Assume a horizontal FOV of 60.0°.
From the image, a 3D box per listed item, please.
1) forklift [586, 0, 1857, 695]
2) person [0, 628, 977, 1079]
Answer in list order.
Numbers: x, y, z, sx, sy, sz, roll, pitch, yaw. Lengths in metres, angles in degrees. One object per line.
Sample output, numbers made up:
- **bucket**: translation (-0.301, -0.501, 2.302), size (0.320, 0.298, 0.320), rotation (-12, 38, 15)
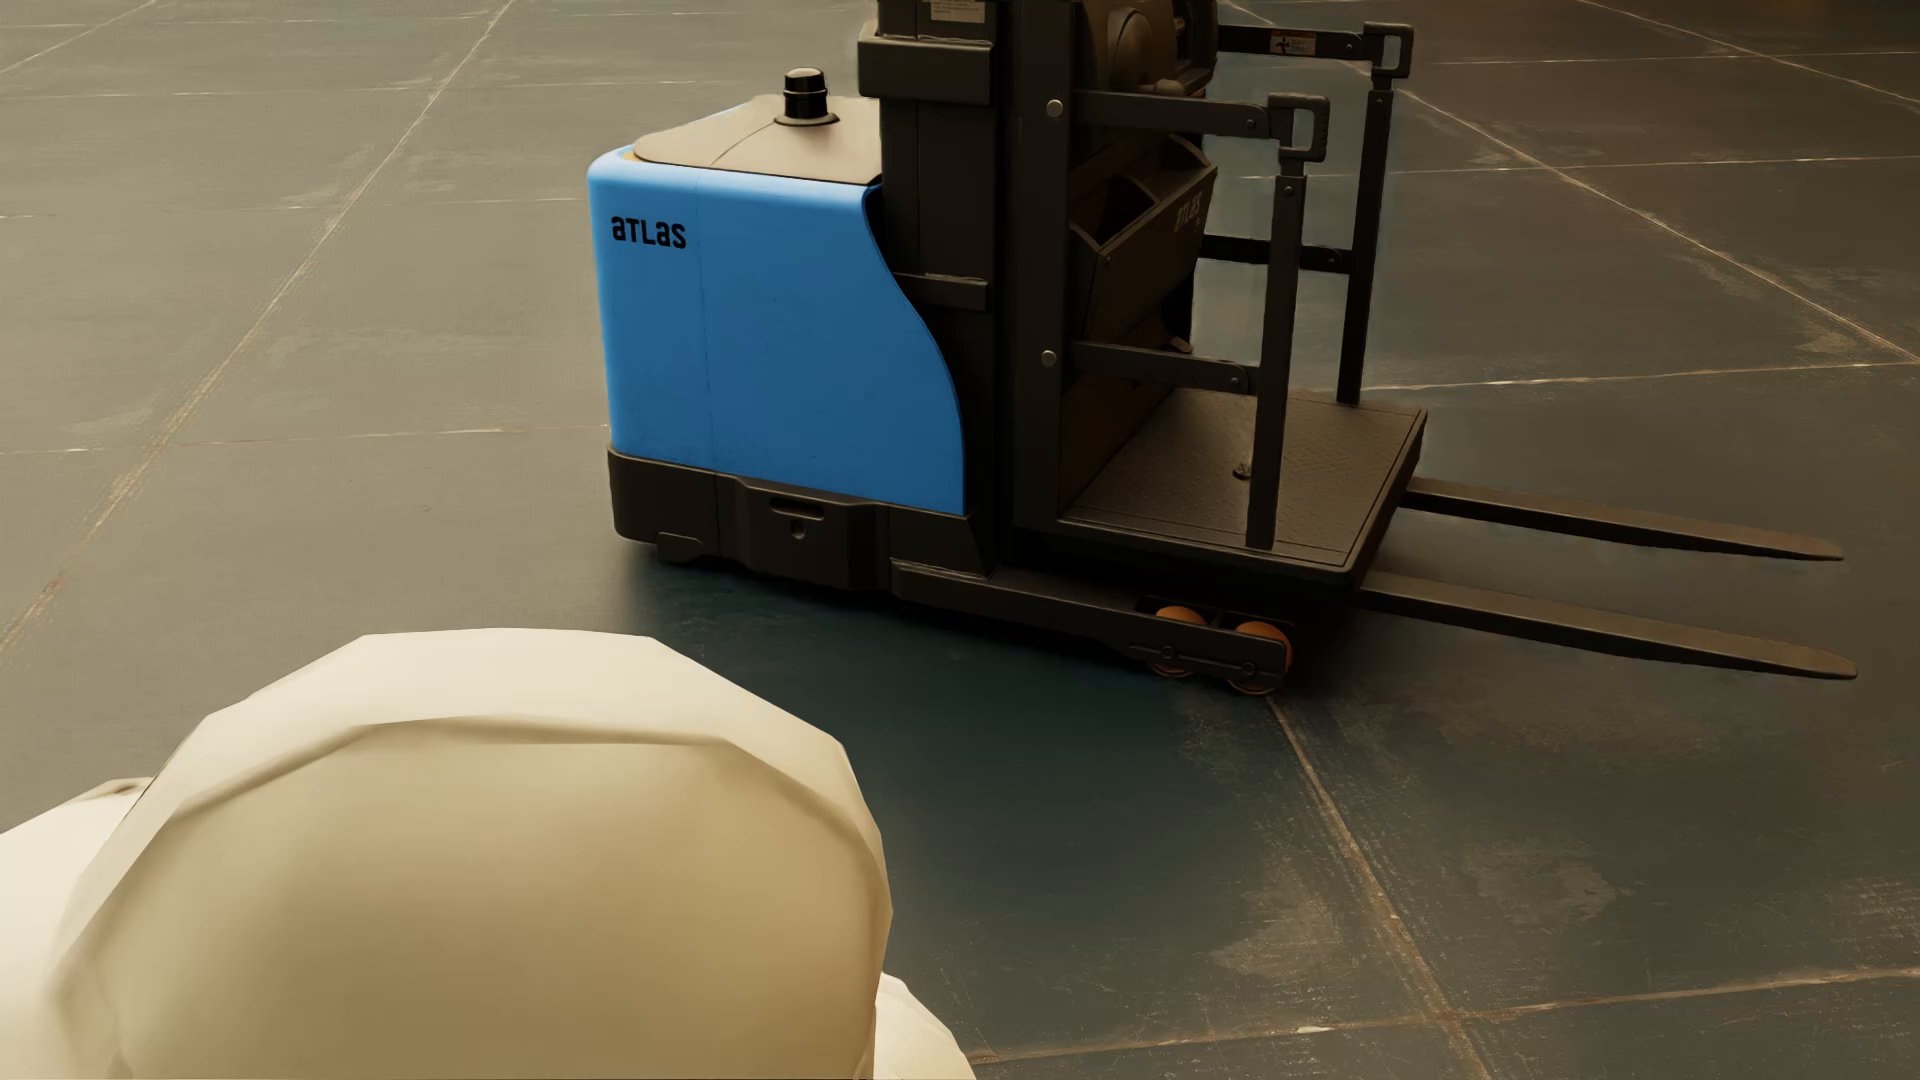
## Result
- **forklift**: translation (0.625, -1.224, 3.769), size (3.031, 2.935, 1.130), rotation (11, 28, 21)
- **person**: translation (-0.266, 0.802, 0.891), size (0.578, 1.766, 0.667), rotation (1, 26, 1)
